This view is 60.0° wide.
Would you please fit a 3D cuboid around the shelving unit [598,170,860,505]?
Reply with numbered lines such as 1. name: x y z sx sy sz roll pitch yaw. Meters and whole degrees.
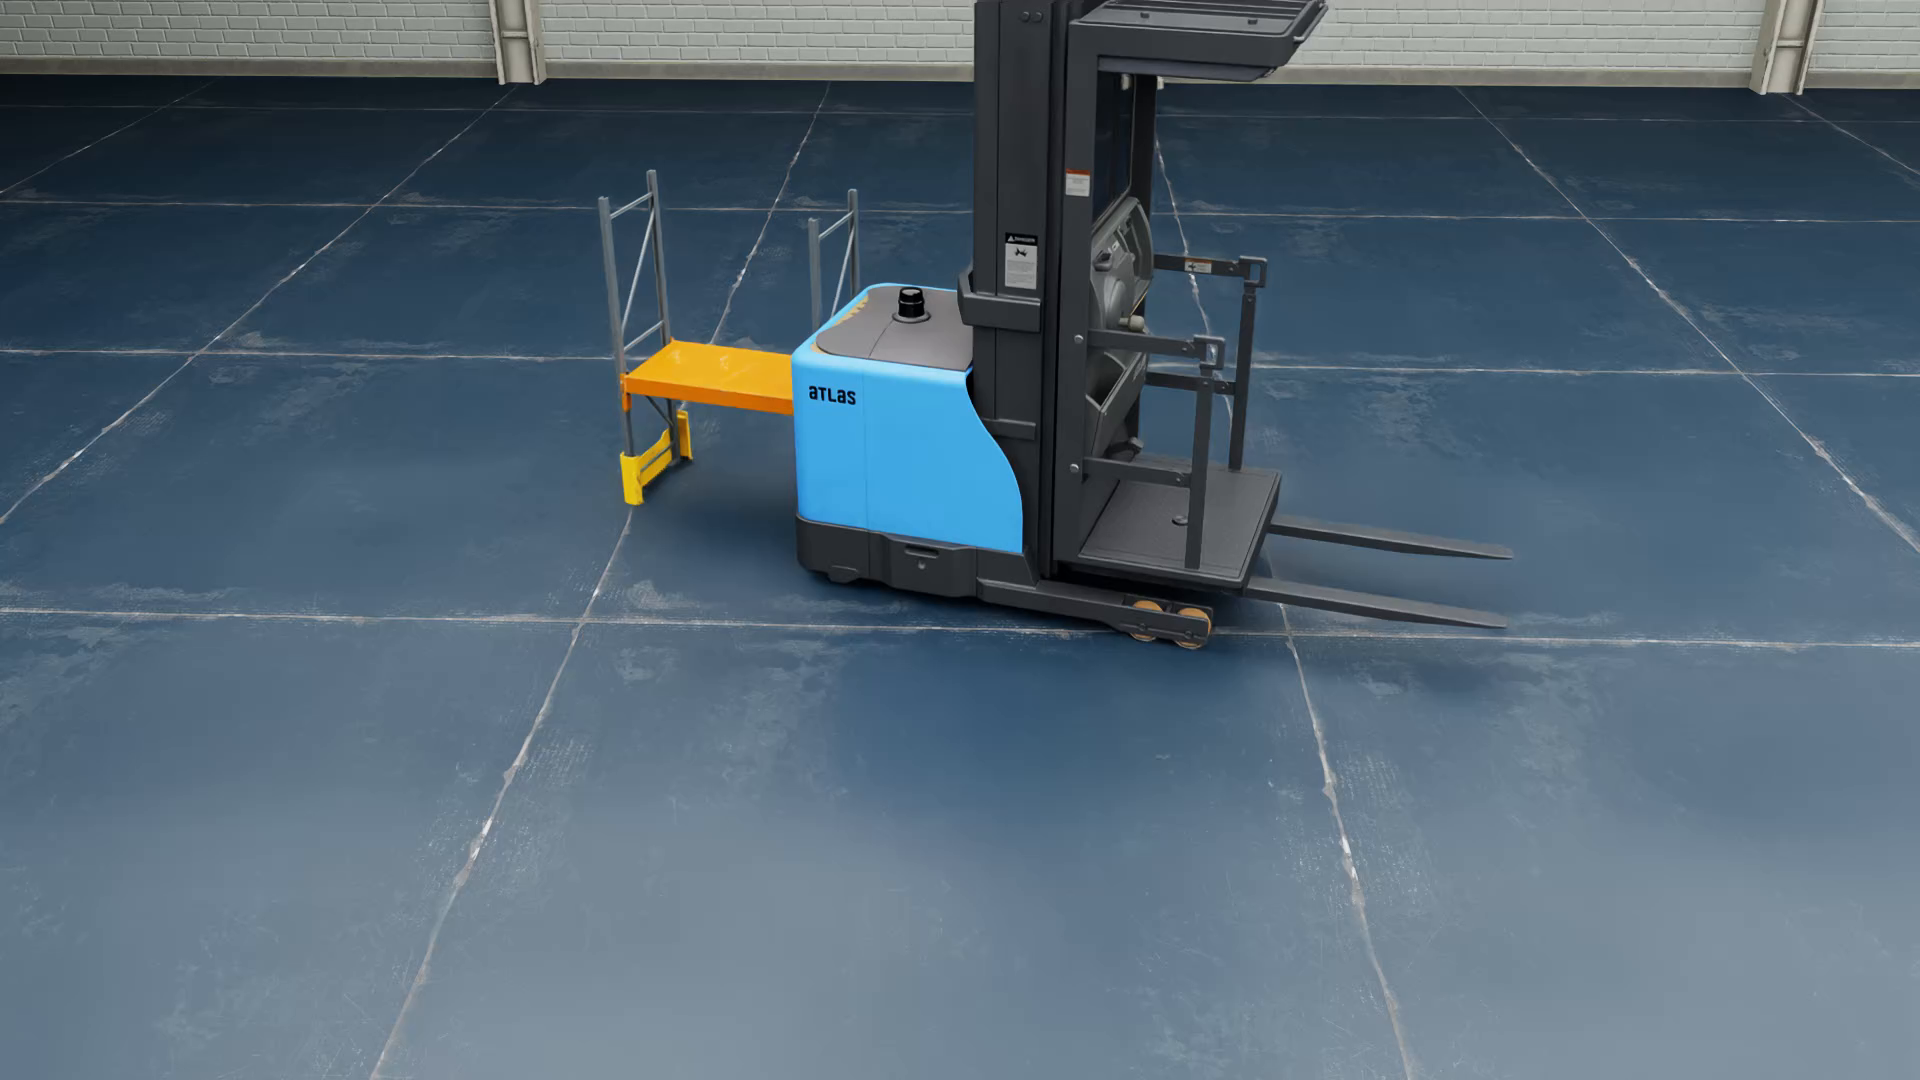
1. shelving unit: -1.033 -0.894 7.835 1.083 1.500 0.587 9 29 16

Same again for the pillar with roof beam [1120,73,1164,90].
1. pillar with roof beam: 1.595 -6.330 10.084 0.400 9.000 9.100 1 28 2

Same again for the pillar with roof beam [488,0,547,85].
1. pillar with roof beam: -4.401 -6.429 10.271 0.400 9.000 9.100 1 28 2

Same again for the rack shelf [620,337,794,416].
1. rack shelf: -1.042 -0.736 7.922 1.000 0.185 0.538 9 29 16

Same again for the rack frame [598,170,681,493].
1. rack frame: -1.524 -0.970 7.979 0.032 1.500 0.500 9 29 16

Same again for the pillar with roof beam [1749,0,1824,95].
1. pillar with roof beam: 7.592 -6.231 9.897 0.400 9.000 9.100 1 28 2

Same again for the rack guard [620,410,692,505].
1. rack guard: -1.506 -0.415 8.267 0.087 0.250 0.587 9 29 16

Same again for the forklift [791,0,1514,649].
1. forklift: 0.849 -1.124 6.740 3.031 2.935 1.130 9 29 16

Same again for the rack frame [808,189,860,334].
1. rack frame: -0.560 -0.820 7.696 0.032 1.500 0.500 9 29 16
